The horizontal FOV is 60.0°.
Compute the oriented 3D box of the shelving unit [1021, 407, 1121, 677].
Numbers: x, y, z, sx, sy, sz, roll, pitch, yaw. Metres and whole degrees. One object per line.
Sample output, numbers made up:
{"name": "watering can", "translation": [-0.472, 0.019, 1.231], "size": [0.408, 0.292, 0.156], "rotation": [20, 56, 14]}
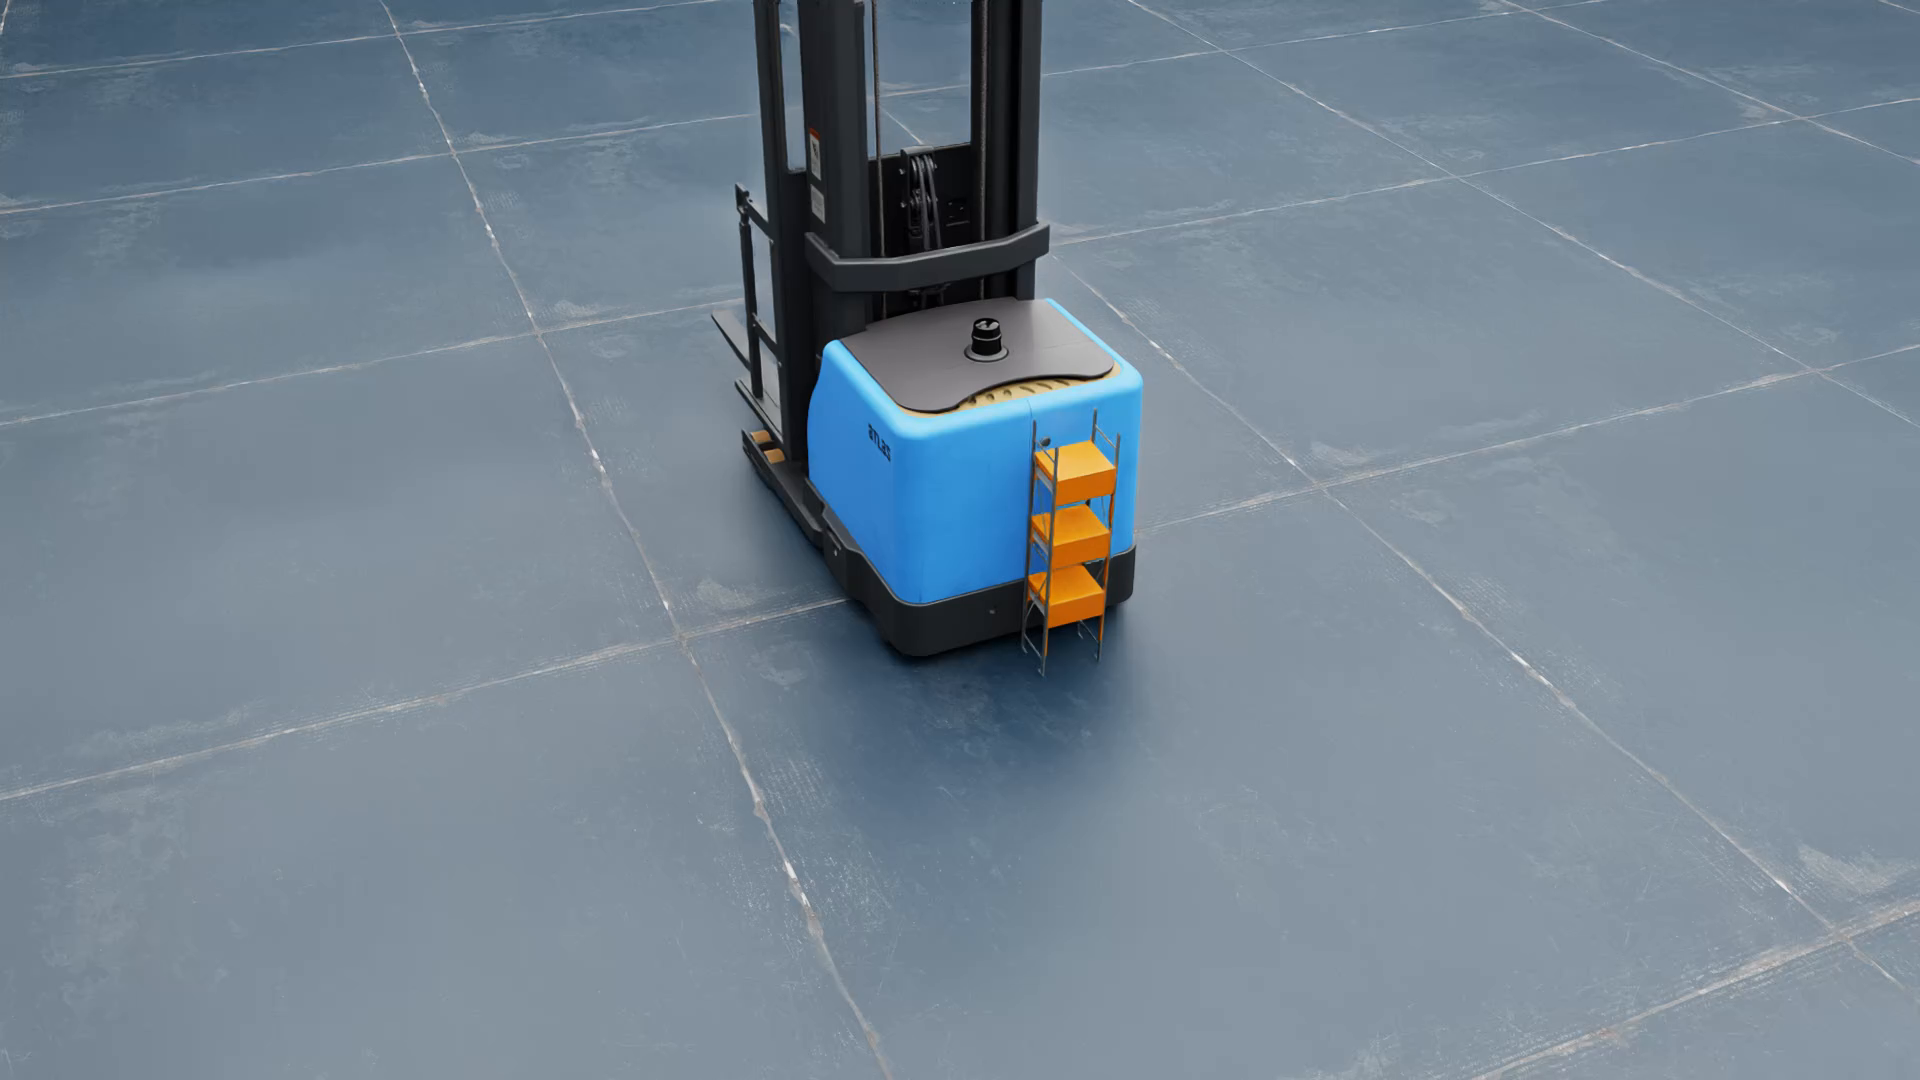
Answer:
{"name": "shelving unit", "translation": [0.406, 0.023, 6.241], "size": [0.252, 1.050, 0.215], "rotation": [-13, 38, -19]}

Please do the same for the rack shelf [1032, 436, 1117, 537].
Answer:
{"name": "rack shelf", "translation": [0.412, -0.198, 6.081], "size": [0.240, 0.259, 0.215], "rotation": [-13, 38, -19]}

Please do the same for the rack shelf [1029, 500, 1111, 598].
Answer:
{"name": "rack shelf", "translation": [0.406, 0.032, 6.248], "size": [0.240, 0.259, 0.215], "rotation": [-13, 38, -19]}

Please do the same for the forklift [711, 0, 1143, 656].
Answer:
{"name": "forklift", "translation": [-0.365, -1.568, 6.973], "size": [1.130, 2.935, 3.031], "rotation": [-14, 36, -20]}

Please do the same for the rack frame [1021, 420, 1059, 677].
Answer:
{"name": "rack frame", "translation": [0.294, 0.049, 6.201], "size": [0.008, 1.050, 0.200], "rotation": [-13, 38, -19]}

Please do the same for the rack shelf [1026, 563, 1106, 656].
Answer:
{"name": "rack shelf", "translation": [0.400, 0.257, 6.410], "size": [0.240, 0.259, 0.215], "rotation": [-13, 38, -19]}

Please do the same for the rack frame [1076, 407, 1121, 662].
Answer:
{"name": "rack frame", "translation": [0.518, -0.003, 6.281], "size": [0.008, 1.050, 0.200], "rotation": [-13, 38, -19]}
